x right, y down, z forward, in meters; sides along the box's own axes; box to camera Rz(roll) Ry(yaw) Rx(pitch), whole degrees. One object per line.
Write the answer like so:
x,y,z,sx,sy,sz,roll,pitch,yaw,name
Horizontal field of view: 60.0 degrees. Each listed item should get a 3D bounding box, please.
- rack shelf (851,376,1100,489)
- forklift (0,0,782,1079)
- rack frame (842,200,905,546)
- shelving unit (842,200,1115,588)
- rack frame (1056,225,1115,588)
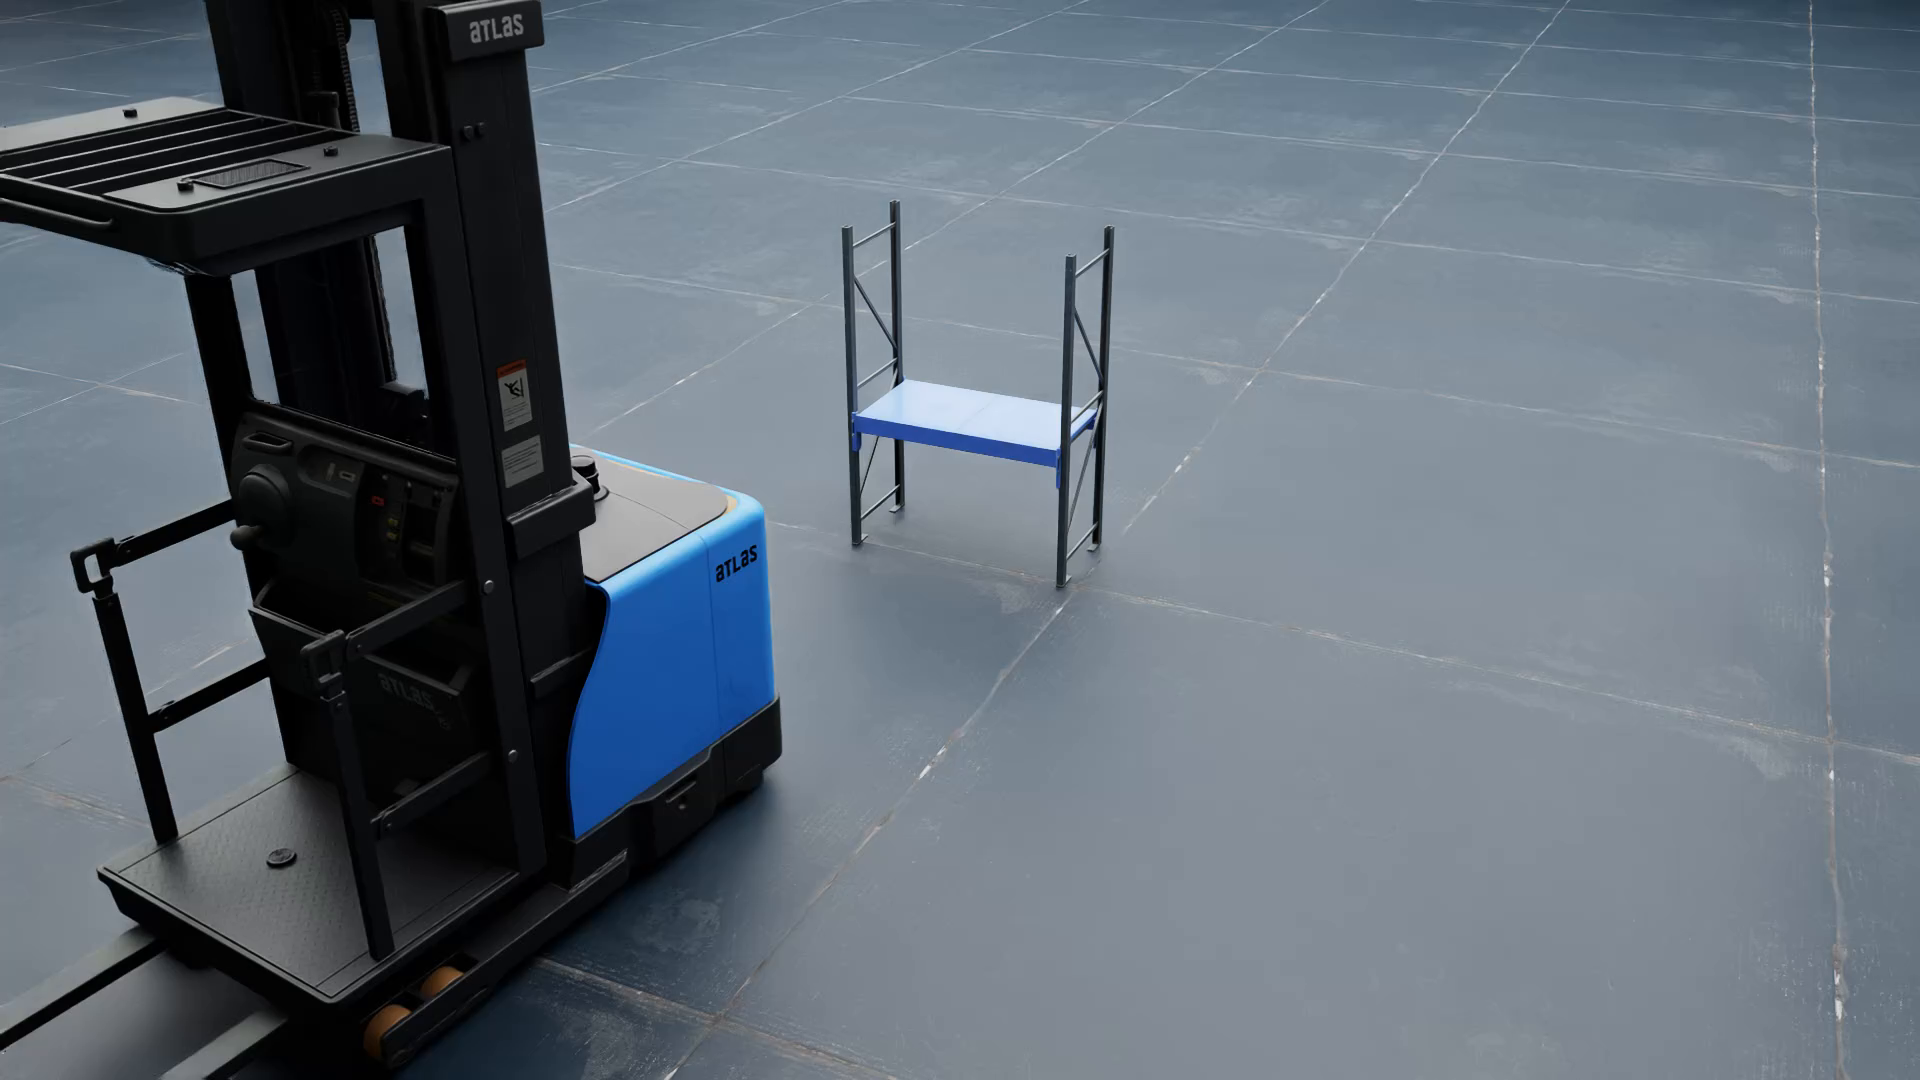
0.078,-0.496,7.466,1.000,0.185,0.538,11,28,22,rack shelf
-1.868,-0.062,4.557,1.130,2.935,3.031,16,30,29,forklift
-0.385,-0.750,7.576,0.032,1.500,0.500,11,28,22,rack frame
0.078,-0.657,7.387,1.048,1.500,0.538,11,28,22,shelving unit
0.540,-0.564,7.198,0.032,1.500,0.500,11,28,22,rack frame
